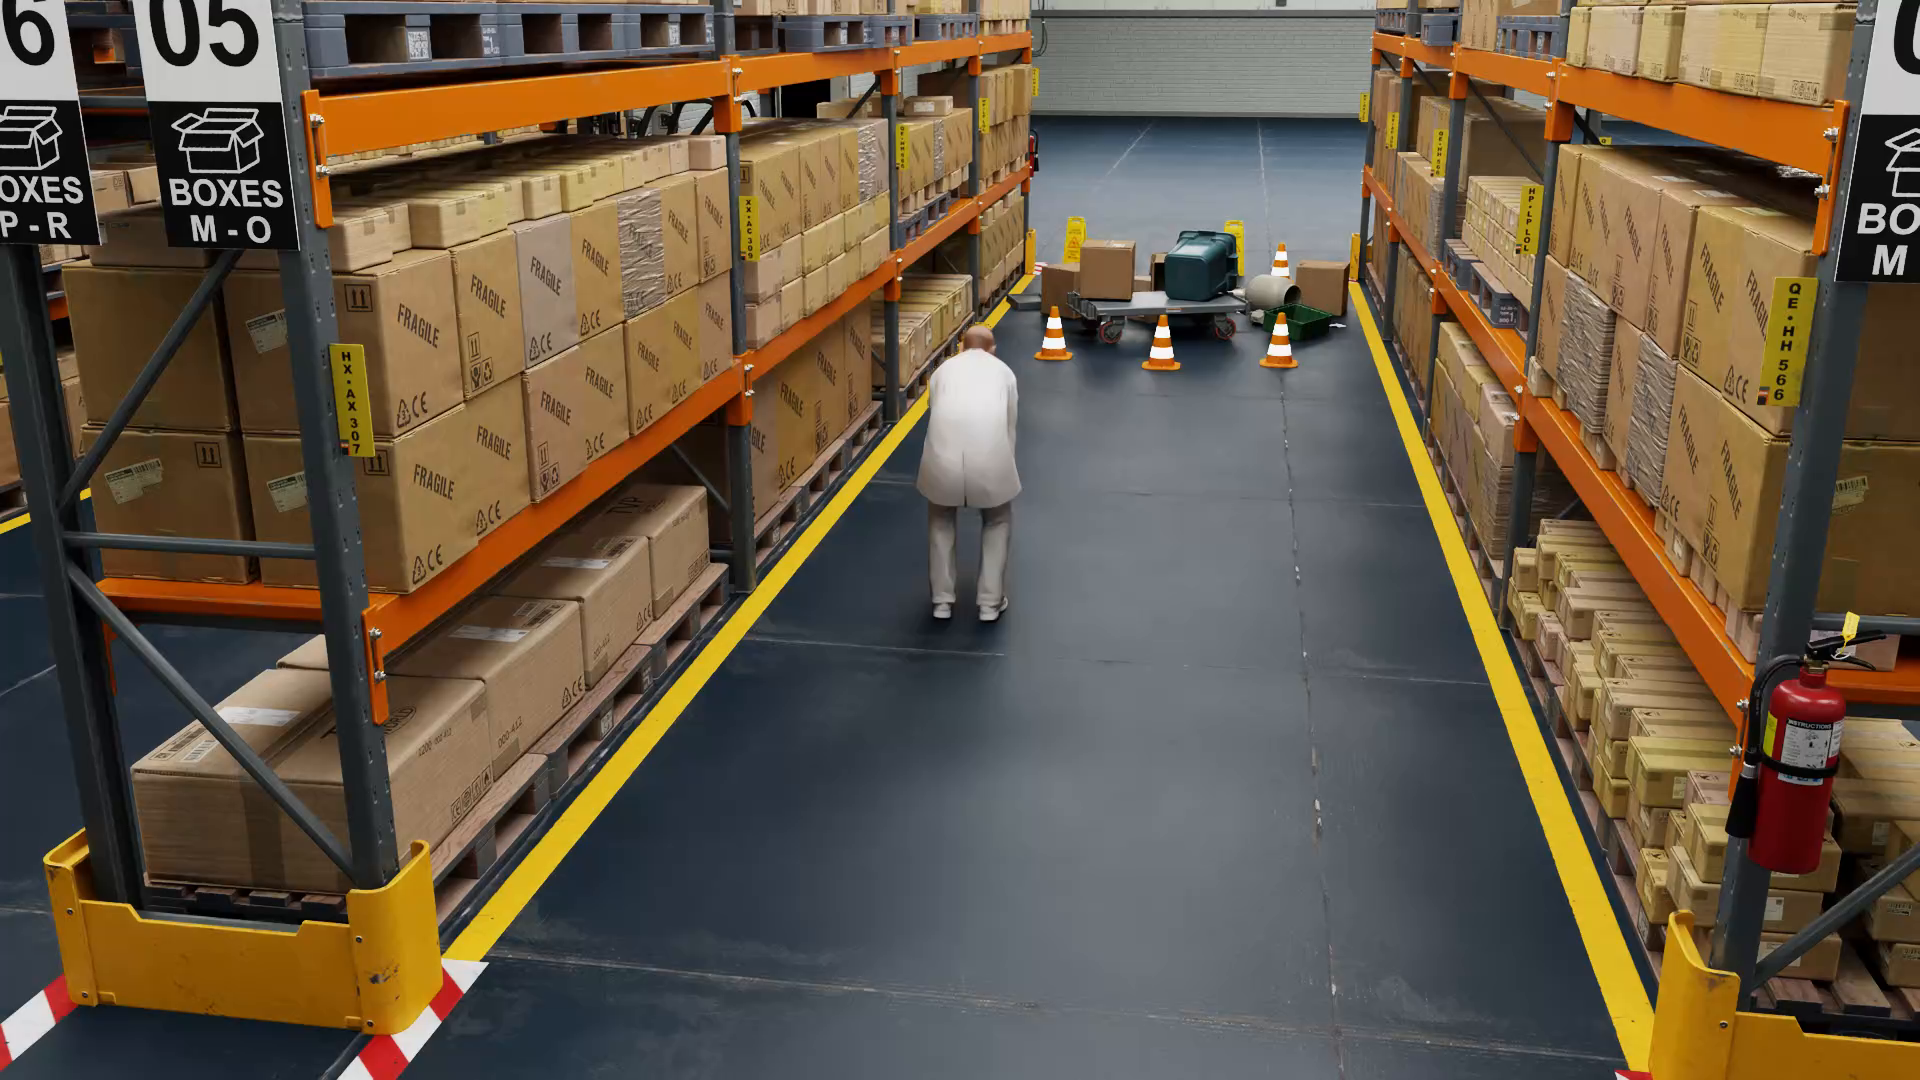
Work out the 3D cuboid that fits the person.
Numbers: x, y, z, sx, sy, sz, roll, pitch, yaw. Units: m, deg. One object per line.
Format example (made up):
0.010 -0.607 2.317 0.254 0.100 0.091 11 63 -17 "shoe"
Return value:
0.072 -0.364 8.796 0.552 1.435 0.859 2 18 7 "person"
